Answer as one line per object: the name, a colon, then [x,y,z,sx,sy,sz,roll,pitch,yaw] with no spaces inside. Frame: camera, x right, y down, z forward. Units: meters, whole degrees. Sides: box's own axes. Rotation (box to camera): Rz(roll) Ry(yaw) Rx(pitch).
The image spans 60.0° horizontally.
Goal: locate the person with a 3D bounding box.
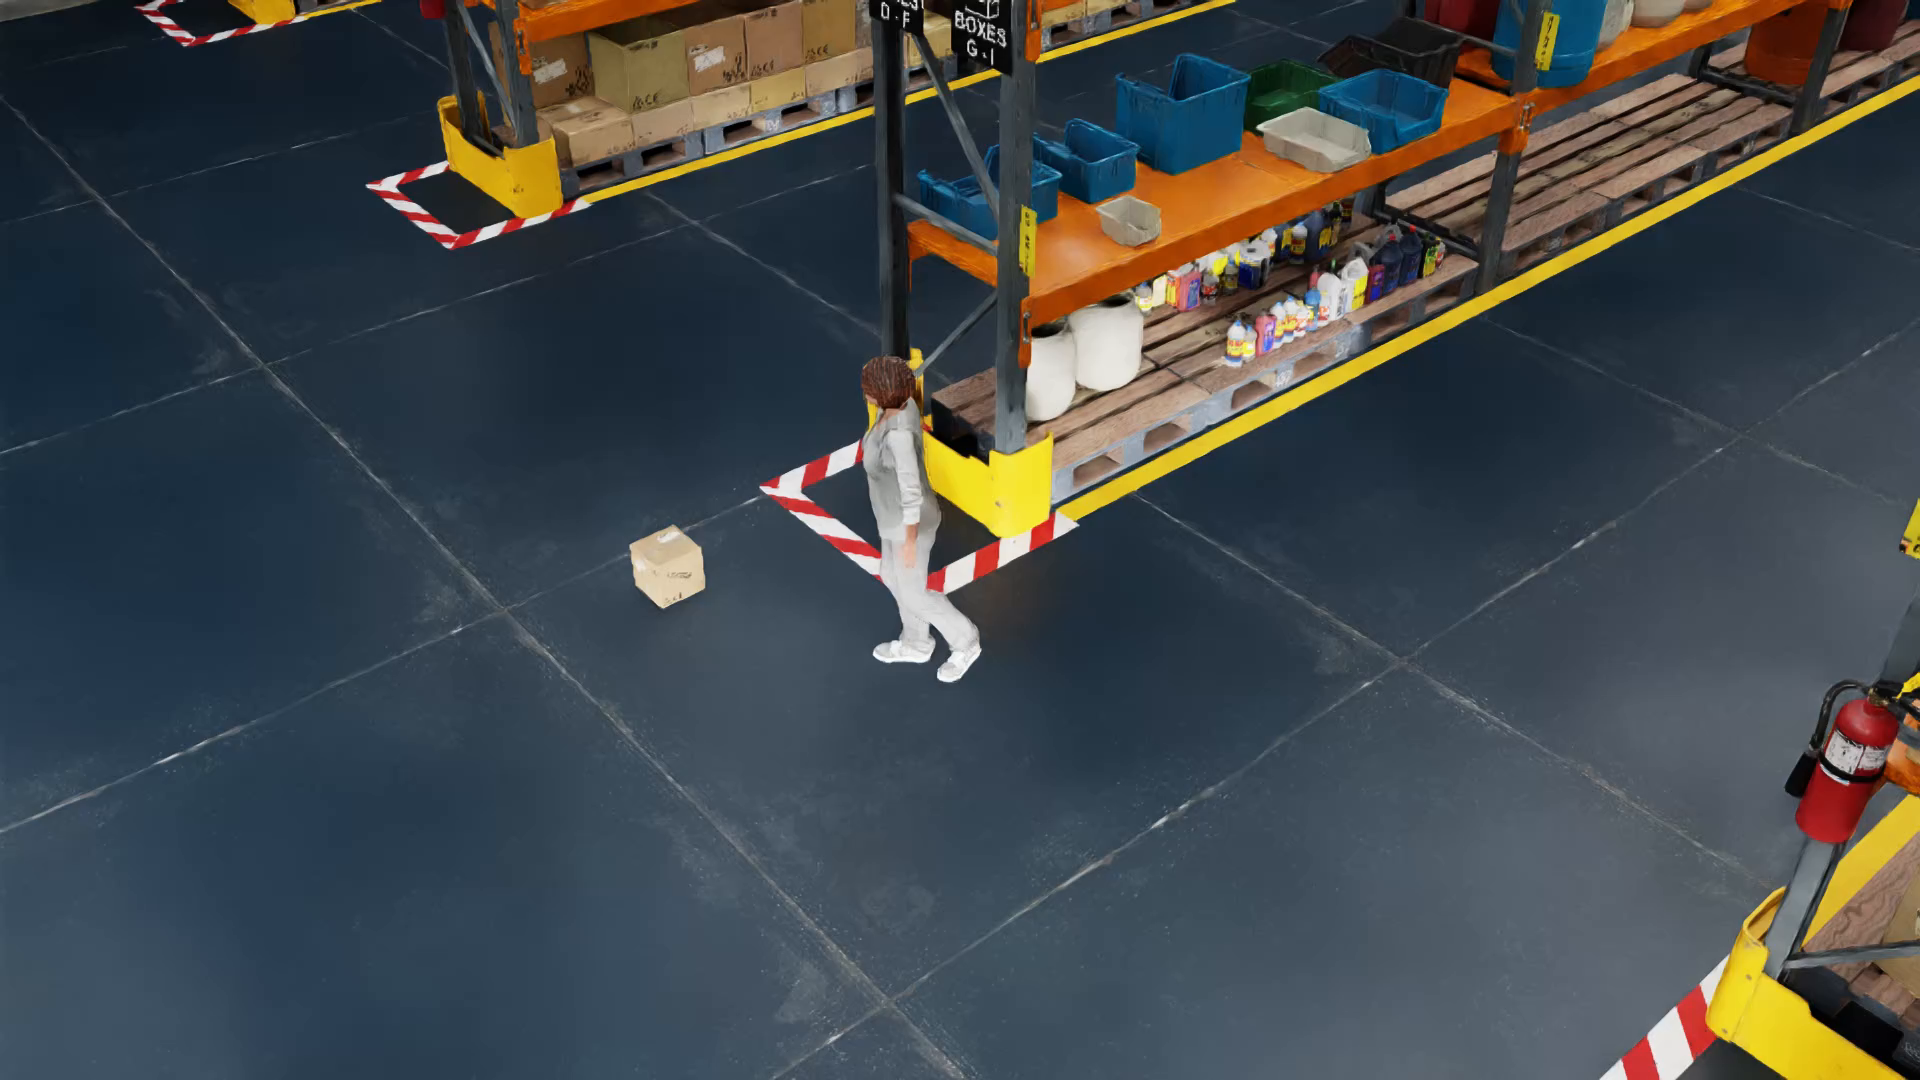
person: [-0.162,-0.086,7.201,0.502,1.588,0.459,-4,37,-5]
